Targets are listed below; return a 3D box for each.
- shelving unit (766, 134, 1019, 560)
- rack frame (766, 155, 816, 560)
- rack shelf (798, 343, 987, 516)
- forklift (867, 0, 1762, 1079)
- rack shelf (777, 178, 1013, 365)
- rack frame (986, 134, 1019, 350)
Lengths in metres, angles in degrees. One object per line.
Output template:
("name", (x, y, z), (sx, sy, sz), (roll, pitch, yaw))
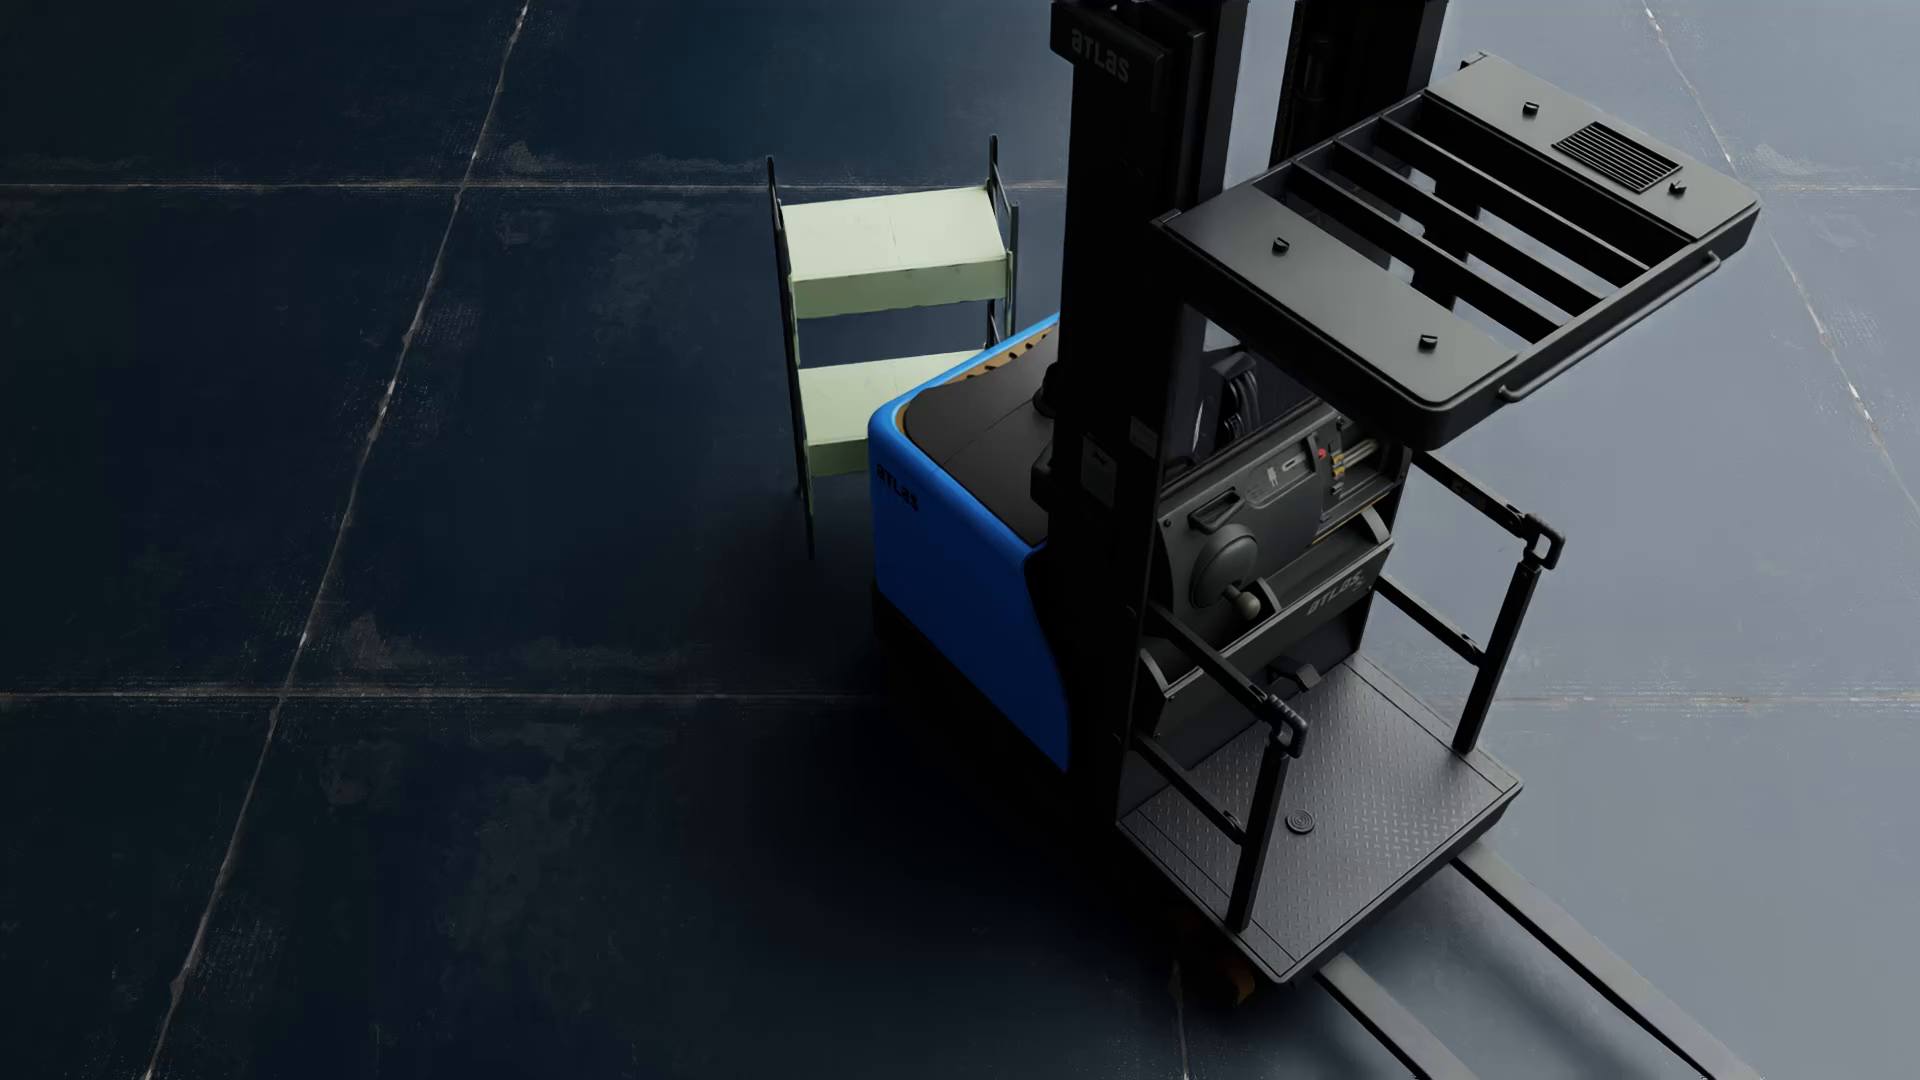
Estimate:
("shelving unit", (-0.220, -0.627, 5.809), (0.755, 1.500, 0.431), (-7, 47, -7))
("rack frame", (-0.581, -0.583, 5.768), (0.023, 1.500, 0.400), (-7, 47, -7))
("rack shelf", (-0.220, -0.405, 6.048), (0.720, 0.370, 0.431), (-7, 47, -7))
("forklift", (1.009, -0.038, 4.283), (1.130, 2.935, 3.031), (-30, 54, -25))
("rack shelf", (-0.220, -0.893, 5.524), (0.720, 0.370, 0.431), (-7, 47, -7))
("rack frame", (0.141, -0.672, 5.851), (0.023, 1.500, 0.400), (-7, 47, -7))
